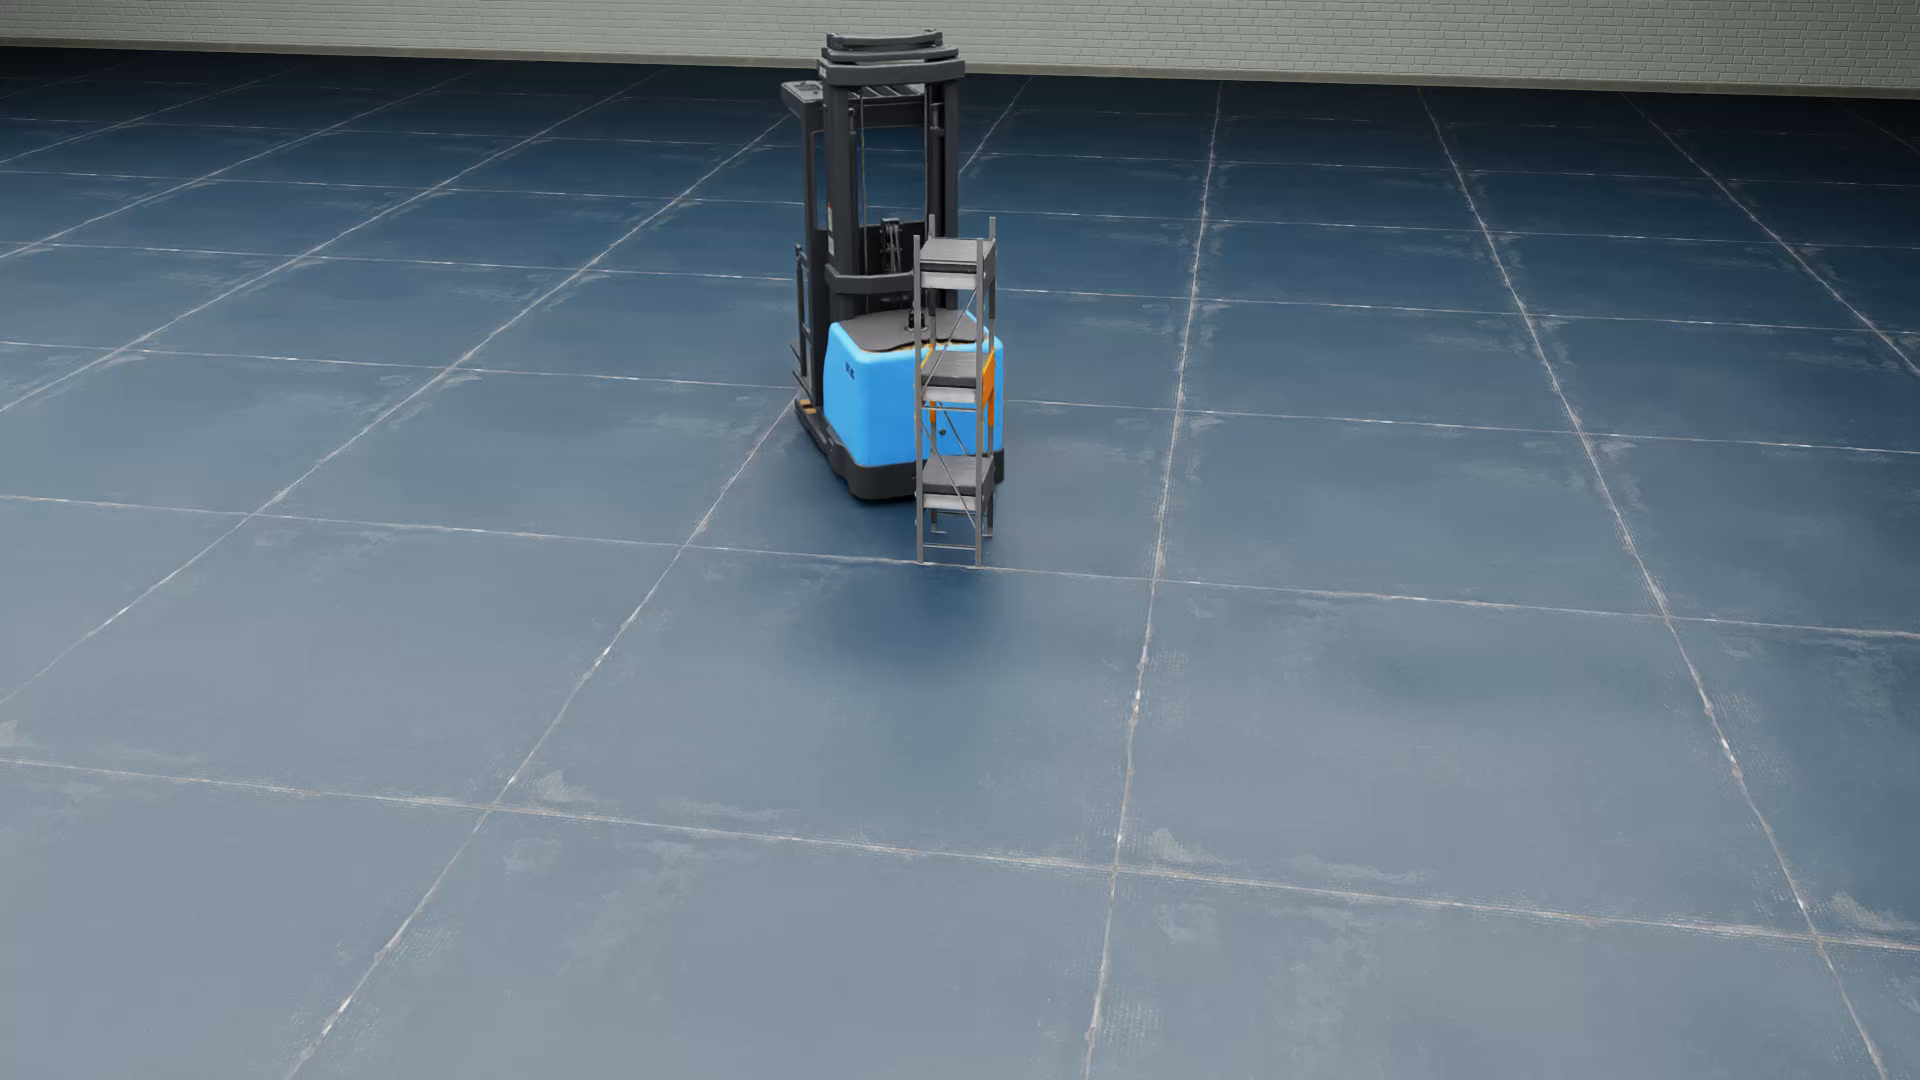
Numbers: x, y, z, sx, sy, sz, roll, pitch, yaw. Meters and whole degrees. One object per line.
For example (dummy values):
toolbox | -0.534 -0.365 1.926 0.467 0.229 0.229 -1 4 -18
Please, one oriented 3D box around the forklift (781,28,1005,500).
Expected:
forklift | -0.625 -2.198 11.989 1.130 2.935 3.031 -8 26 -16

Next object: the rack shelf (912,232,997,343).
rack shelf | -0.027 -1.503 9.866 0.431 0.518 0.480 4 25 9

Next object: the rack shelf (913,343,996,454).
rack shelf | -0.027 -0.869 10.163 0.431 0.518 0.480 4 25 9

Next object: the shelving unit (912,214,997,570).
shelving unit | -0.027 -0.882 10.157 0.431 2.100 0.503 4 25 9

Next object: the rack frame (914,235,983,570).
rack frame | -0.067 -0.780 9.939 0.400 2.100 0.015 4 25 9

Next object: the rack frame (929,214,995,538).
rack frame | 0.013 -0.984 10.375 0.400 2.100 0.015 4 25 9

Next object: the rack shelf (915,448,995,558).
rack shelf | -0.027 -0.235 10.459 0.431 0.518 0.480 4 25 9
